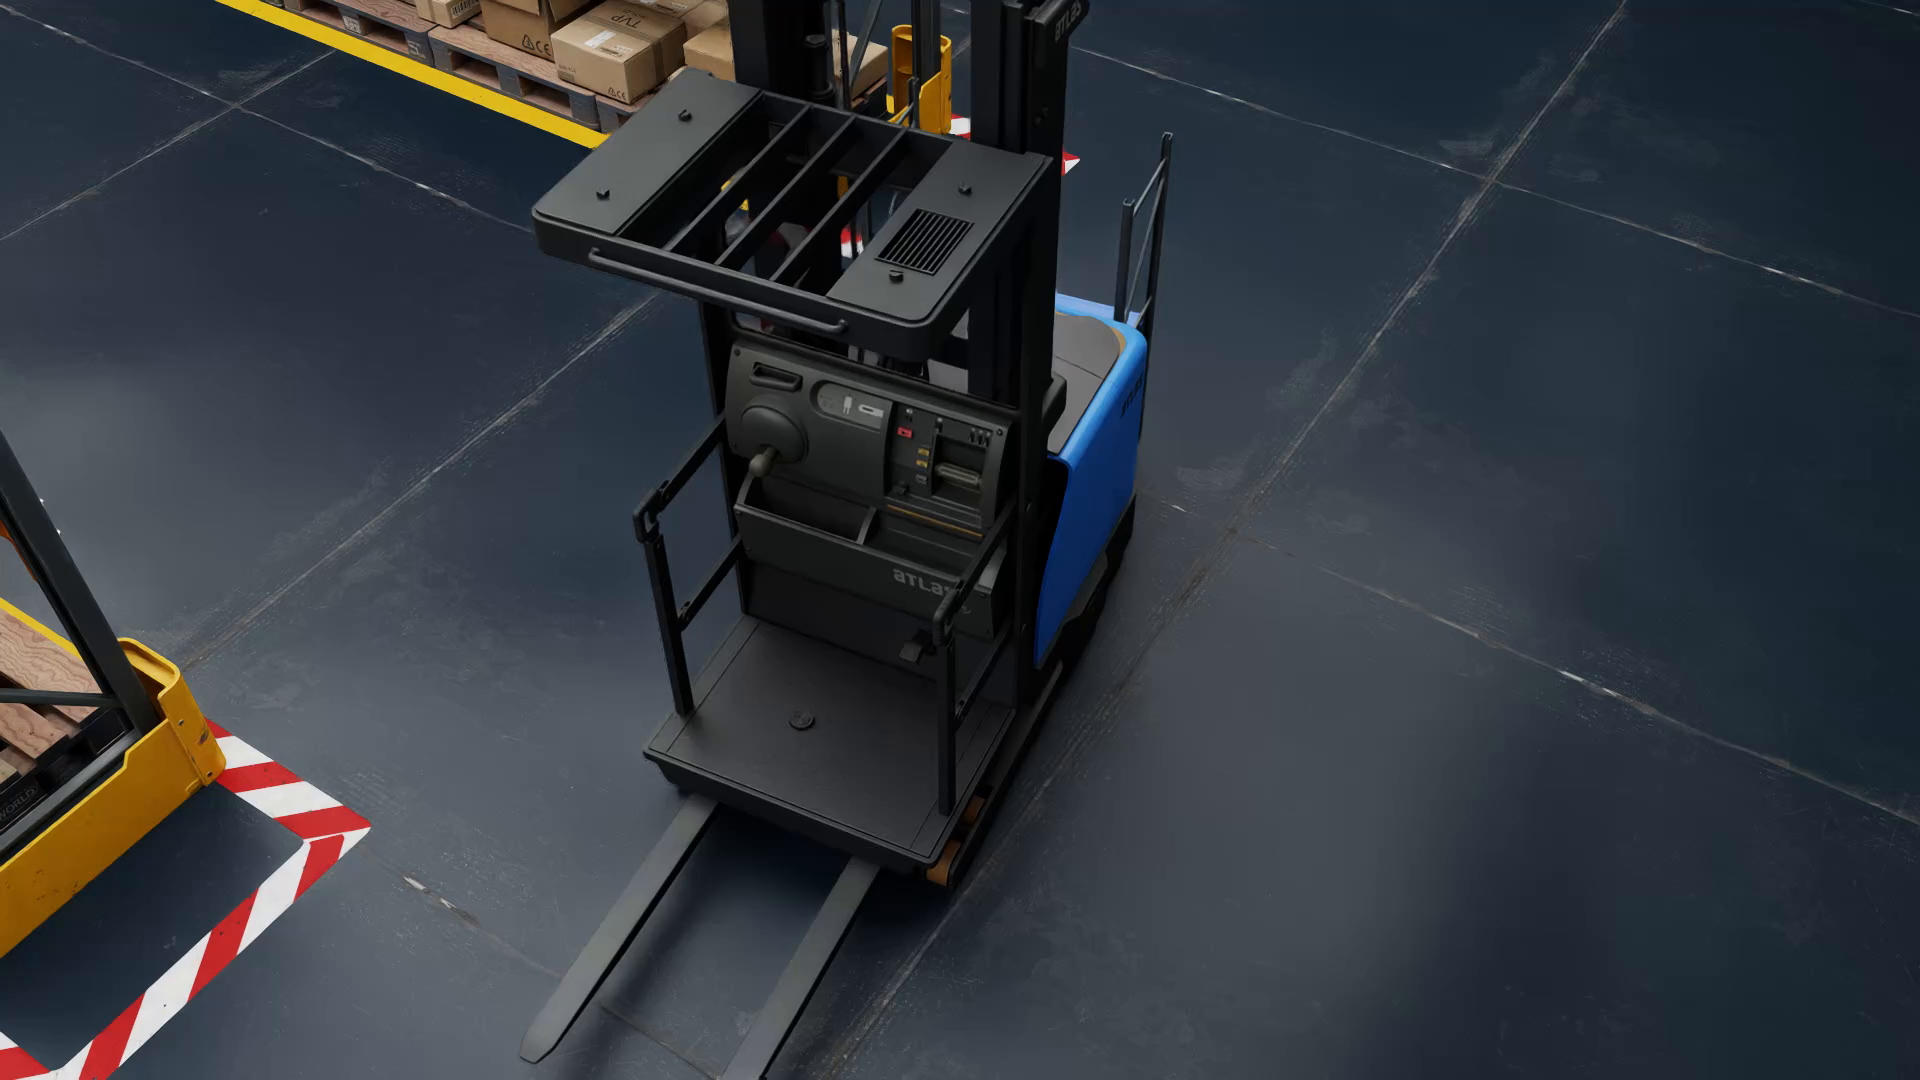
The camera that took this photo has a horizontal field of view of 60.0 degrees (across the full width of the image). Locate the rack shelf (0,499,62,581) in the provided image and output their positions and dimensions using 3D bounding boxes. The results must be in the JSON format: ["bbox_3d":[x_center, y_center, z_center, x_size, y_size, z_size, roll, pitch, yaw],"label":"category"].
[{"bbox_3d":[-4.777,-0.485,5.631,4.000,0.370,1.077,25,51,22],"label":"rack shelf"}]

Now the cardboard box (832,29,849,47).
[{"bbox_3d":[-0.794,-2.582,8.836,0.250,0.166,0.380,25,51,22],"label":"cardboard box"}]

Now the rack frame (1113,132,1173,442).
[{"bbox_3d":[0.675,-0.810,6.491,0.032,1.500,0.500,16,48,15],"label":"rack frame"}]

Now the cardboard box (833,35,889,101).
[{"bbox_3d":[-0.583,-2.479,8.749,0.250,0.149,0.380,25,51,22],"label":"cardboard box"}]

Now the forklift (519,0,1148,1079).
[{"bbox_3d":[-0.381,-0.217,4.917,1.130,2.935,3.031,18,49,17],"label":"forklift"}]

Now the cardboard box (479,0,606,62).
[{"bbox_3d":[-2.199,-3.057,9.063,0.637,0.503,0.797,25,51,22],"label":"cardboard box"}]

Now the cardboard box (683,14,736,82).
[{"bbox_3d":[-1.007,-2.294,8.324,0.500,0.500,0.500,25,51,22],"label":"cardboard box"}]

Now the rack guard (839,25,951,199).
[{"bbox_3d":[-0.480,-2.108,8.450,0.348,0.500,1.175,25,51,22],"label":"rack guard"}]

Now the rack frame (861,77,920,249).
[{"bbox_3d":[-0.266,-1.086,6.759,0.032,1.500,0.500,16,48,15],"label":"rack frame"}]

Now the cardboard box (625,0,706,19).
[{"bbox_3d":[-1.563,-2.914,9.100,0.500,0.250,0.500,25,51,22],"label":"cardboard box"}]

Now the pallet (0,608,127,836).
[{"bbox_3d":[-3.767,0.668,5.954,1.213,0.211,1.003,25,51,22],"label":"pallet"}]

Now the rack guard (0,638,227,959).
[{"bbox_3d":[-3.067,0.912,5.515,0.348,0.500,1.175,25,51,22],"label":"rack guard"}]

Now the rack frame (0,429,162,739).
[{"bbox_3d":[-3.094,0.039,4.620,0.127,3.000,1.000,25,51,22],"label":"rack frame"}]

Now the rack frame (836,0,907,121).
[{"bbox_3d":[-0.415,-2.952,7.527,0.053,2.616,0.949,25,51,22],"label":"rack frame"}]

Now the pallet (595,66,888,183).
[{"bbox_3d":[-1.152,-2.315,8.853,1.213,0.211,1.003,25,51,22],"label":"pallet"}]

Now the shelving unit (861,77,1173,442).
[{"bbox_3d":[0.205,-0.948,6.625,1.048,1.500,0.538,16,48,15],"label":"shelving unit"}]

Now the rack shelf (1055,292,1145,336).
[{"bbox_3d":[0.205,-0.823,6.754,1.000,0.185,0.538,16,48,15],"label":"rack shelf"}]

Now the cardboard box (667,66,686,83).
[{"bbox_3d":[-1.299,-2.389,8.648,0.250,0.166,0.380,25,51,22],"label":"cardboard box"}]

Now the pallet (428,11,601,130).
[{"bbox_3d":[-2.175,-2.788,9.312,1.213,0.211,1.003,25,51,22],"label":"pallet"}]

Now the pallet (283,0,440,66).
[{"bbox_3d":[-3.206,-3.260,9.771,1.213,0.211,1.003,25,51,22],"label":"pallet"}]
